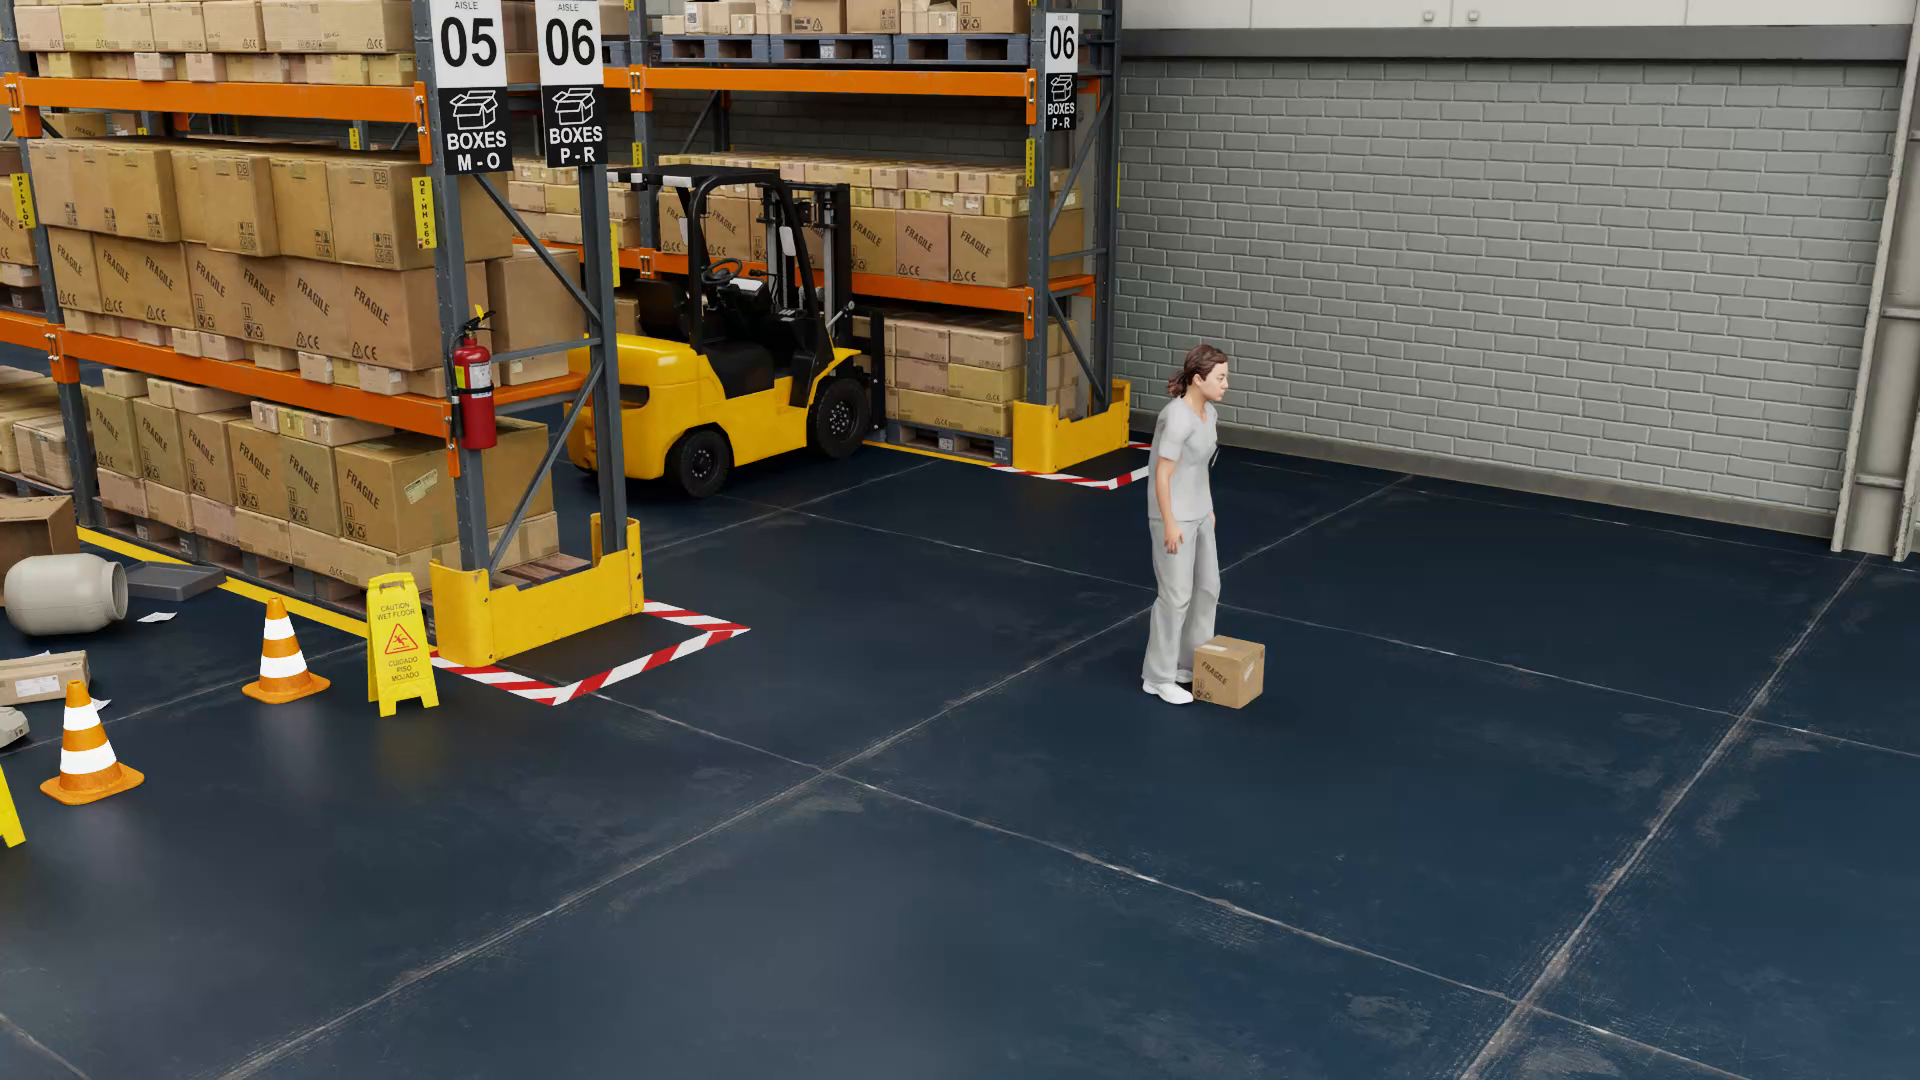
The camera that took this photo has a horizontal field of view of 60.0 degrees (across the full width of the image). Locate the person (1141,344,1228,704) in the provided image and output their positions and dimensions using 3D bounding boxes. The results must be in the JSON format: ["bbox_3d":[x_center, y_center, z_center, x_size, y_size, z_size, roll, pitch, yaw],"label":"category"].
[{"bbox_3d":[1.096,-0.090,7.845,0.416,1.671,0.504,11,20,32],"label":"person"}]
